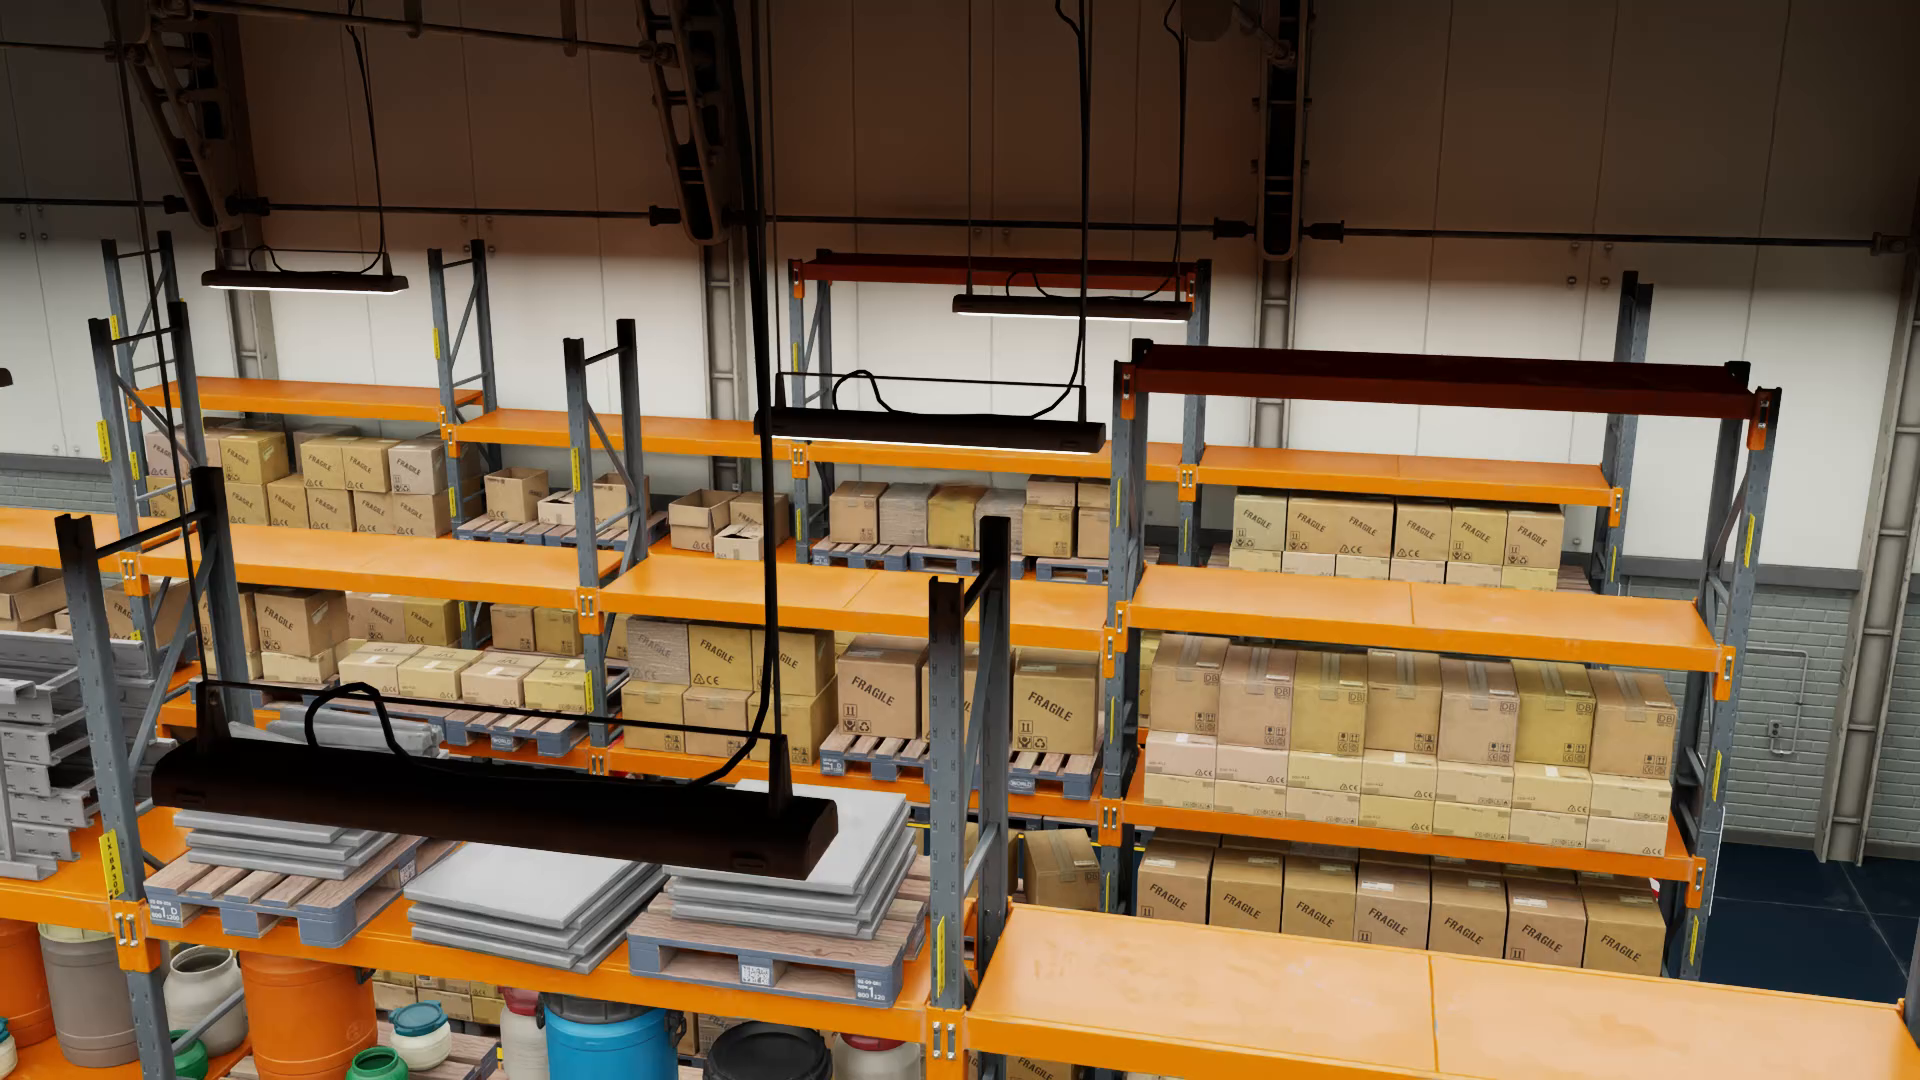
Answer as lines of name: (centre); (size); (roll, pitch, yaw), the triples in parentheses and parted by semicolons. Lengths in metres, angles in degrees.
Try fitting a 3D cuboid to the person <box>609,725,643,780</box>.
person: (-3.484, 2.547, 16.676); (0.752, 1.771, 0.559); (5, 17, 17)
